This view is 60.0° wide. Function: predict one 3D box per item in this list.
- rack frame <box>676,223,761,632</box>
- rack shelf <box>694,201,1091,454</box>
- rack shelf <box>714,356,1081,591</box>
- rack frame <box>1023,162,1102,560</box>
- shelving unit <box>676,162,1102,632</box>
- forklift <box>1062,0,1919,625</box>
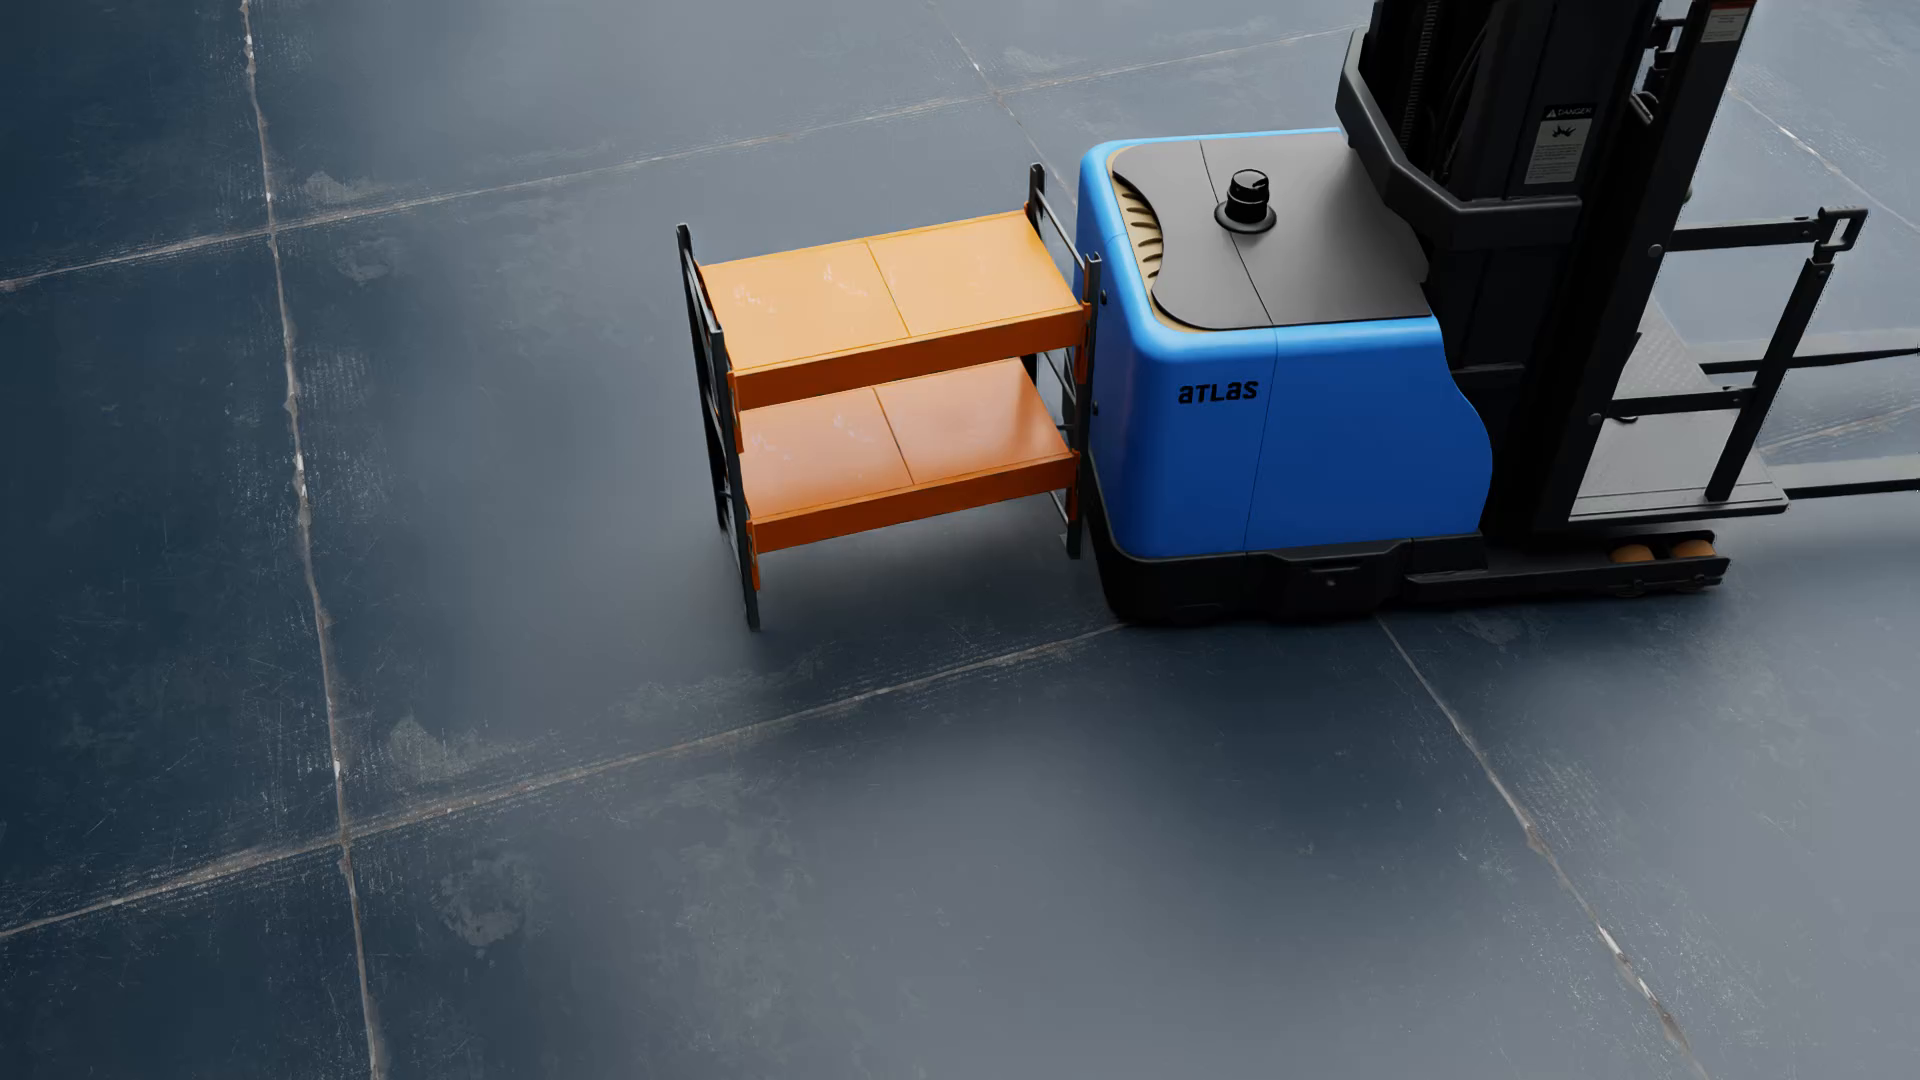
[{"bbox_3d":[-0.684,-0.294,4.749,0.032,1.125,0.500,-12,46,-12],"label":"rack frame"},{"bbox_3d":[-0.199,-0.607,4.648,1.000,0.278,0.538,-12,46,-12],"label":"rack shelf"},{"bbox_3d":[-0.199,-0.228,5.028,1.000,0.278,0.538,-12,46,-12],"label":"rack shelf"},{"bbox_3d":[0.287,-0.507,4.961,0.032,1.125,0.500,-12,46,-12],"label":"rack frame"},{"bbox_3d":[-0.199,-0.401,4.855,1.048,1.125,0.538,-12,46,-12],"label":"shelving unit"},{"bbox_3d":[1.894,-1.231,4.408,3.031,2.935,1.130,-5,45,-4],"label":"forklift"}]
